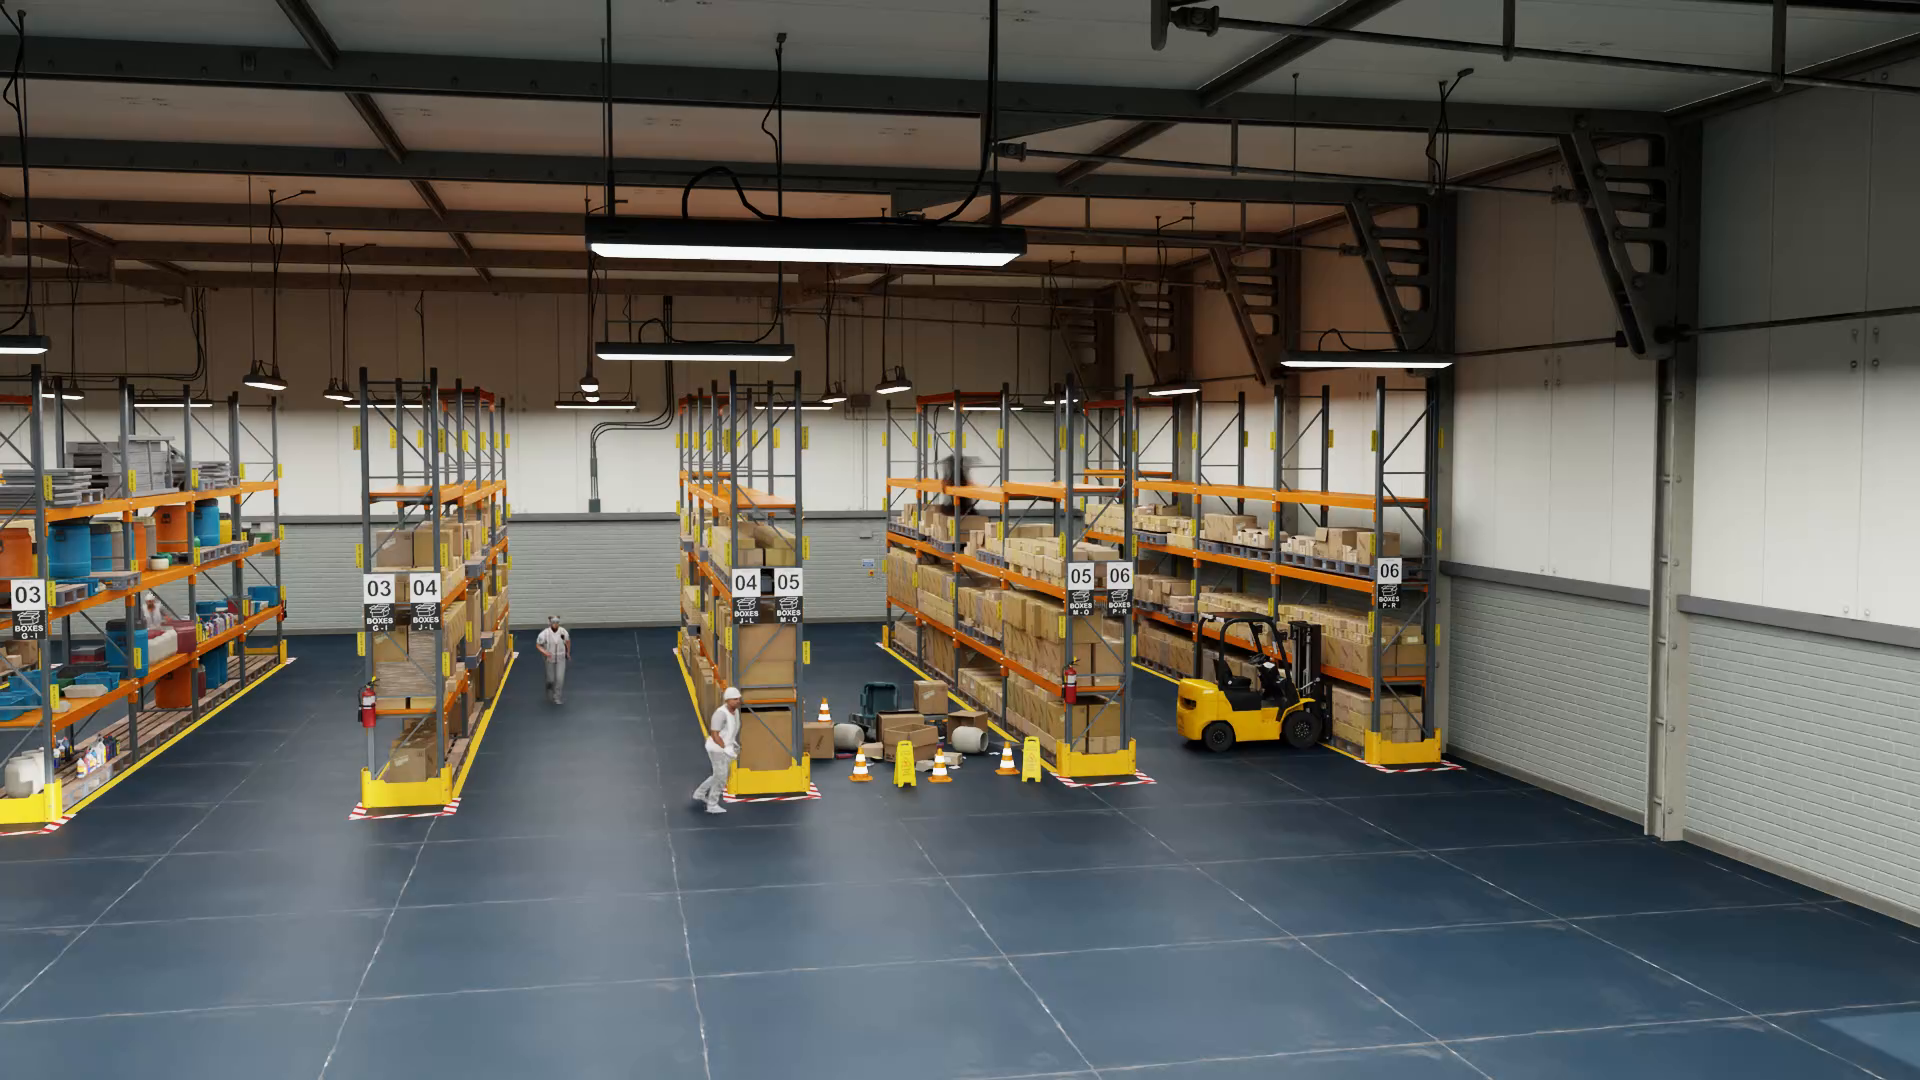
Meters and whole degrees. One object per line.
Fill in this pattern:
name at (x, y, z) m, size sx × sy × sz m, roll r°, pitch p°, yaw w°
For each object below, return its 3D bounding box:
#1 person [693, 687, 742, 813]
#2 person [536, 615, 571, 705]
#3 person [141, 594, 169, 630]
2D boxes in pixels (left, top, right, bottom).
person at (-3.268, 2.820, 22.358) m, size 0.787 × 1.715 × 0.654 m, roll 1°, pitch 3°, yaw 12°
person at (-7.761, 2.264, 31.754) m, size 0.659 × 1.726 × 0.775 m, roll -1°, pitch 4°, yaw -20°
person at (-17.793, 1.989, 36.719) m, size 0.649 × 1.653 × 0.876 m, roll -2°, pitch 4°, yaw -30°
